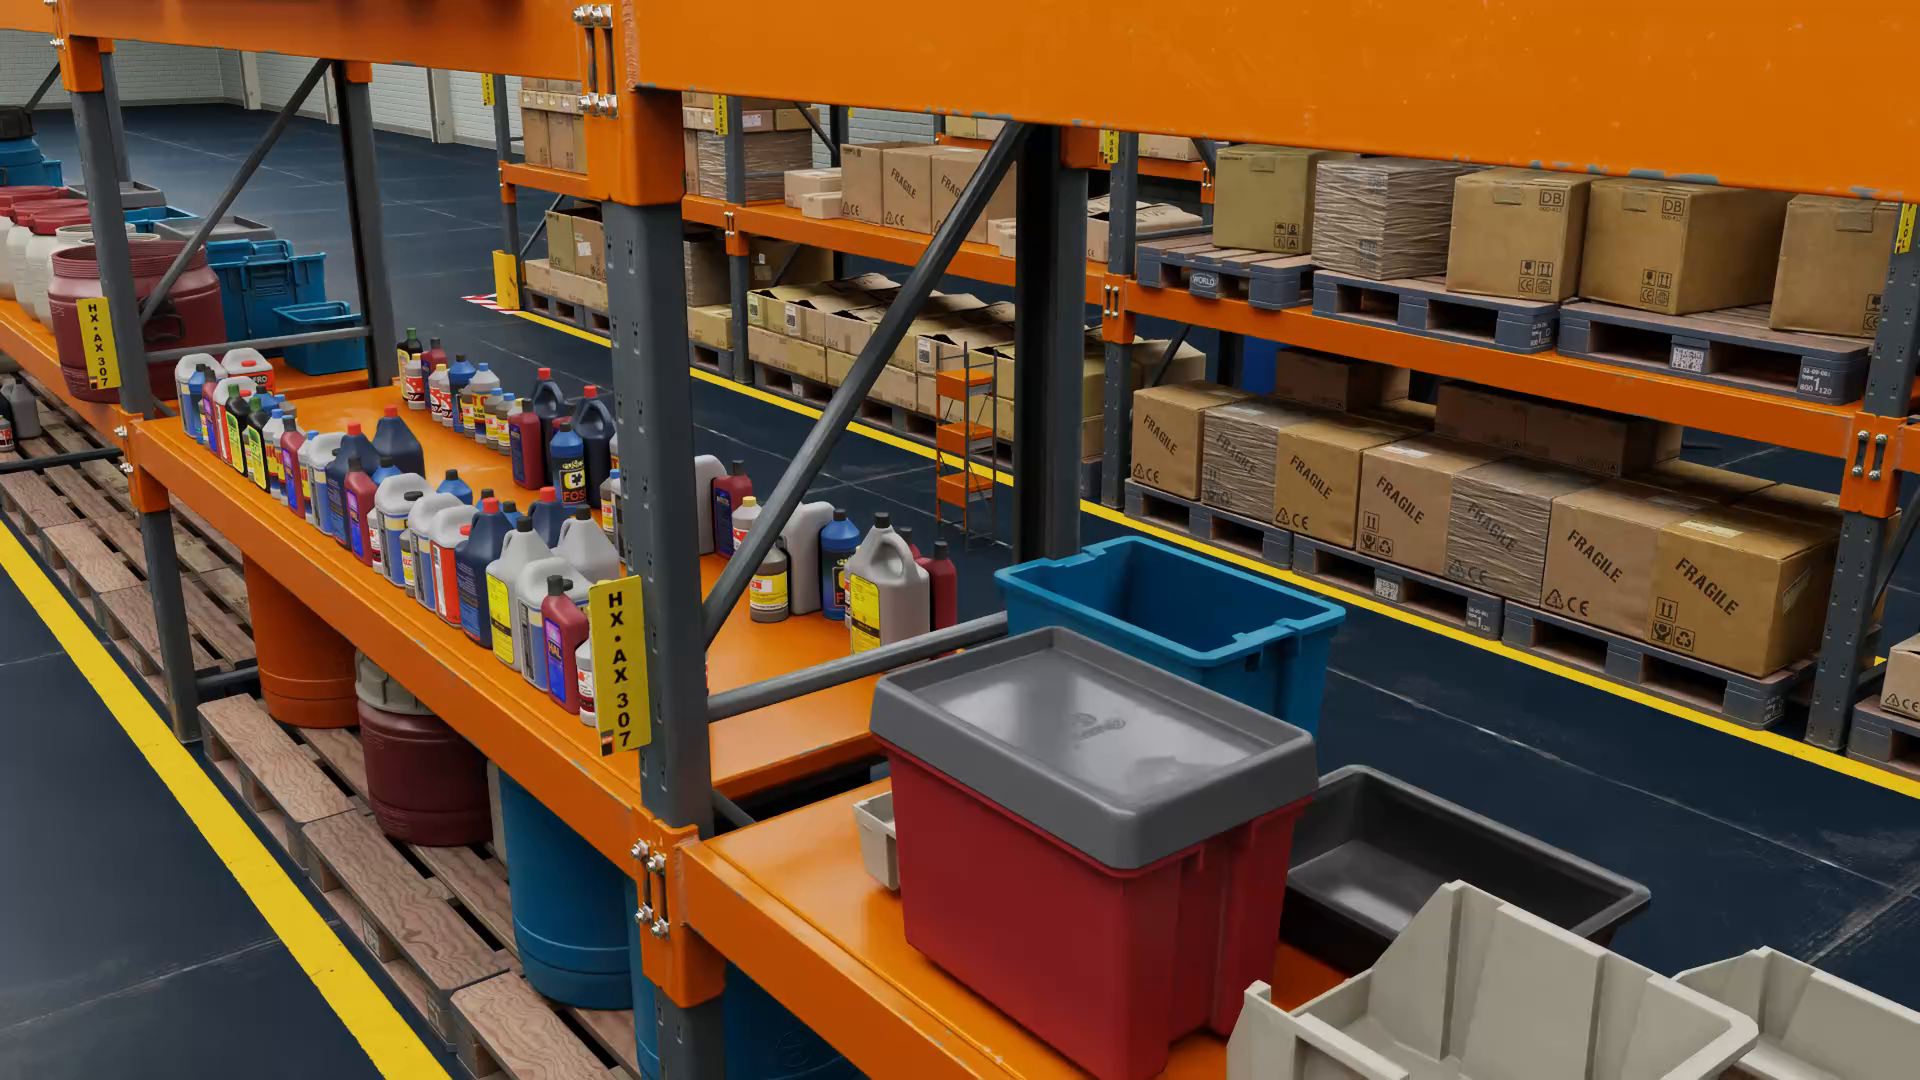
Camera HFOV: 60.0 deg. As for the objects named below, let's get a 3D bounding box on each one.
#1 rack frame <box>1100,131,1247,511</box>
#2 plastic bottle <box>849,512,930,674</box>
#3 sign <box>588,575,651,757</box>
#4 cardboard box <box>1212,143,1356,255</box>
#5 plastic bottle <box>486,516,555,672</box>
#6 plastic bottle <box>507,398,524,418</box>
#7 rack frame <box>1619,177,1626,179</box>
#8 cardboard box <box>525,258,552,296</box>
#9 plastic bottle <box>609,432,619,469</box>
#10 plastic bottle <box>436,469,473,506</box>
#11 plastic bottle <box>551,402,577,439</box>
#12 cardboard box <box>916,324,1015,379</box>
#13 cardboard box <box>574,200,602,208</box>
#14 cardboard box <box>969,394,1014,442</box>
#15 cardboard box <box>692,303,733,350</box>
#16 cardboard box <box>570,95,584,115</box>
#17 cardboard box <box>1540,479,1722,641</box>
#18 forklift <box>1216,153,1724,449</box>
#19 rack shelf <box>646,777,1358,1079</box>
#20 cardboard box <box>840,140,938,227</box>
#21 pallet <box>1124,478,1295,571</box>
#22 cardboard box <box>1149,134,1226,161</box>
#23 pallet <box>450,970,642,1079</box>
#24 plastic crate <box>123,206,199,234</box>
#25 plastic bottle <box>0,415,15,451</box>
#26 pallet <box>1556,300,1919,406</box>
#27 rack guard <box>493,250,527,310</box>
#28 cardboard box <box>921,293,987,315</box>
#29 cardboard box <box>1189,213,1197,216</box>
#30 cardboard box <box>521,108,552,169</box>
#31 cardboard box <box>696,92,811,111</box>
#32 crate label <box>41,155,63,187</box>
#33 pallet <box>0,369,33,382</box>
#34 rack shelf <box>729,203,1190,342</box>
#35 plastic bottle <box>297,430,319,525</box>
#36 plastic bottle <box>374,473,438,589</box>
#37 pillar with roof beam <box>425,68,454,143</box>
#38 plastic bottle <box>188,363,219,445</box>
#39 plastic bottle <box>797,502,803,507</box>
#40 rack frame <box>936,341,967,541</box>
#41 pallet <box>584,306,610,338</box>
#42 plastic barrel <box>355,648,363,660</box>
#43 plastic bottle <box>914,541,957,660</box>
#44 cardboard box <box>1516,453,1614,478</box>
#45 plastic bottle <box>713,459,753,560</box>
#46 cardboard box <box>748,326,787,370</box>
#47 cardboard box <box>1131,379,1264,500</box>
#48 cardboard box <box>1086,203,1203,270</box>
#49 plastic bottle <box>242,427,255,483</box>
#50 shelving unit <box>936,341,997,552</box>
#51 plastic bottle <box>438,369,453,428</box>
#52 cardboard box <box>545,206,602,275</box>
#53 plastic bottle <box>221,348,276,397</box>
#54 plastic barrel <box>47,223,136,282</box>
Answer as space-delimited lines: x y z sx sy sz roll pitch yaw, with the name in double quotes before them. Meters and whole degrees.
"rack frame" 1.229 -1.701 9.227 1.000 3.000 0.127 -14 23 -36
"plastic bottle" -0.163 0.114 3.824 0.144 0.351 0.185 -14 23 -36
"sign" -0.606 0.226 2.967 0.100 0.325 0.005 -14 23 -36
"cardboard box" 1.708 -1.814 8.743 0.500 0.500 0.700 11 21 30
"plastic bottle" -1.000 0.112 3.832 0.144 0.351 0.185 -14 23 -36
"plastic bottle" -1.447 -0.367 5.516 0.097 0.201 0.097 0 18 0
"rack frame" 5.109 -2.668 12.149 1.000 3.000 0.127 -14 23 -36
"cardboard box" -3.580 -2.391 15.016 0.500 0.250 0.500 -14 23 -36
"plastic bottle" -0.992 -0.220 4.959 0.097 0.271 0.097 0 18 0
"plastic bottle" -1.353 -0.056 4.464 0.097 0.271 0.097 0 18 0
"plastic bottle" -1.212 -0.291 5.156 0.061 0.283 0.133 -14 23 -36
"cardboard box" 0.071 -1.194 10.510 0.500 0.311 0.500 -14 23 -36
"cardboard box" -3.172 -2.848 15.205 0.500 0.500 0.500 -14 23 -36
"cardboard box" 0.388 -0.803 10.222 0.500 0.250 0.500 -14 23 -37
"cardboard box" -1.714 -1.652 12.786 0.500 0.250 0.500 -14 23 -36
"cardboard box" -3.022 -3.635 13.876 0.380 0.149 0.250 -15 23 -38
"cardboard box" 2.881 0.074 7.145 0.500 0.500 0.500 -14 23 -36
"forklift" 3.197 -1.987 10.200 3.031 2.935 1.130 7 19 19
"rack shelf" 1.069 1.085 1.958 1.077 0.370 4.000 -14 23 -36
"cardboard box" -0.464 -2.412 11.215 0.500 0.500 0.500 -12 22 -32
"pallet" 1.662 -0.186 9.087 1.003 0.211 1.213 -14 23 -36
"cardboard box" 2.094 -3.650 15.320 0.500 0.250 0.500 -14 23 -36
"pallet" -0.620 1.376 4.371 1.003 0.211 1.213 -14 23 -36
"plastic crate" -4.212 -1.502 8.652 0.392 0.384 0.575 -14 23 -36
"plastic bottle" -5.610 -0.630 9.744 0.097 0.201 0.097 0 18 0
"pallet" 3.301 -0.842 6.939 1.003 0.211 1.213 -14 23 -36
"rack guard" -3.754 -2.491 15.591 1.175 0.500 0.348 -14 23 -36
"cardboard box" -0.143 -1.552 11.593 0.500 0.311 0.500 -14 23 -36
"cardboard box" 1.950 -2.924 16.199 0.500 0.500 0.500 -16 24 -40
"cardboard box" -3.459 -3.602 14.809 0.700 0.500 0.500 -14 23 -36
"cardboard box" -1.536 -3.458 12.310 0.700 0.500 0.500 -14 23 -36
"crate label" -6.269 -2.322 11.048 0.502 0.435 0.616 -14 23 -36
"pallet" -7.040 -1.172 12.065 1.003 0.211 1.213 -14 23 -36
"rack shelf" -0.013 -1.852 10.828 1.077 0.370 4.000 -14 23 -36
"plastic bottle" -1.874 -0.186 4.856 0.097 0.271 0.097 0 18 0
"plastic bottle" -1.439 -0.029 4.376 0.152 0.276 0.135 -14 23 -36
"pillar with roof beam" -13.296 -11.079 28.006 9.100 9.000 0.400 -14 23 -36
"plastic bottle" -2.591 -0.470 5.715 0.097 0.271 0.097 0 18 0
"plastic bottle" -0.440 -0.001 4.297 0.097 0.271 0.097 0 18 0
"rack frame" -0.043 -0.515 8.748 0.200 1.050 0.008 -14 23 -36
"pallet" -2.478 -1.868 14.167 1.003 0.211 1.213 -14 23 -36
"plastic barrel" -1.919 0.486 5.914 0.421 0.512 0.421 0 18 0
"plastic bottle" -0.066 0.132 3.876 0.061 0.283 0.133 -14 23 -36
"cardboard box" 2.958 -0.158 7.844 0.500 0.500 0.500 -14 23 -35
"plastic bottle" -0.618 -0.086 4.537 0.061 0.283 0.133 -14 23 -36
"cardboard box" -1.199 -1.433 12.124 0.500 0.250 0.500 -15 23 -37
"cardboard box" 1.287 -0.555 9.043 0.500 0.500 0.500 -13 22 -34
"cardboard box" 1.037 -1.757 9.537 0.500 0.311 0.500 -12 22 -33
"plastic bottle" -2.221 -0.290 5.283 0.097 0.201 0.097 0 18 0
"shelving unit" 0.033 -0.485 8.658 0.215 1.050 0.252 -14 23 -36
"plastic bottle" -1.810 -0.511 5.951 0.097 0.201 0.097 0 18 0
"cardboard box" -3.268 -2.624 14.527 0.500 0.500 0.500 -14 23 -36
"plastic bottle" -2.522 -0.536 5.907 0.152 0.276 0.135 -14 23 -36
"plastic barrel" -3.724 -1.104 7.246 0.421 0.512 0.421 0 18 0
